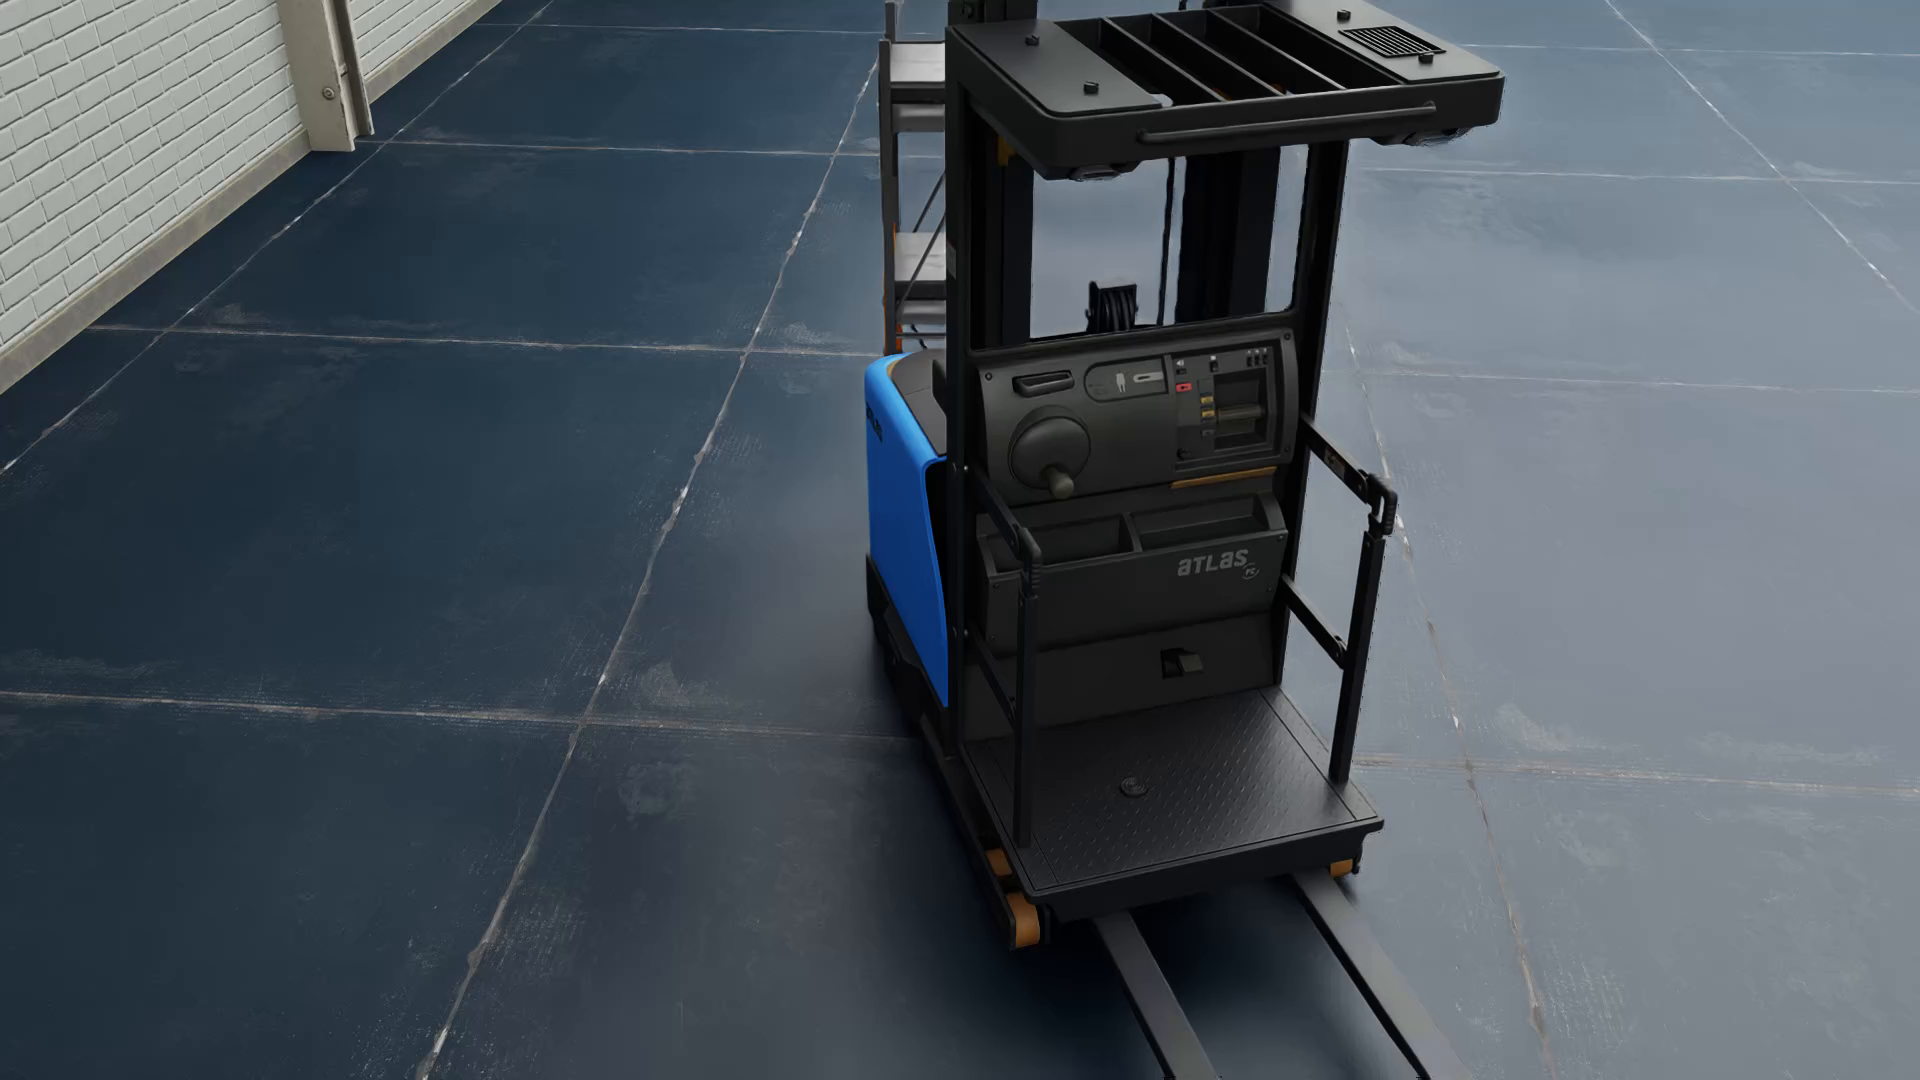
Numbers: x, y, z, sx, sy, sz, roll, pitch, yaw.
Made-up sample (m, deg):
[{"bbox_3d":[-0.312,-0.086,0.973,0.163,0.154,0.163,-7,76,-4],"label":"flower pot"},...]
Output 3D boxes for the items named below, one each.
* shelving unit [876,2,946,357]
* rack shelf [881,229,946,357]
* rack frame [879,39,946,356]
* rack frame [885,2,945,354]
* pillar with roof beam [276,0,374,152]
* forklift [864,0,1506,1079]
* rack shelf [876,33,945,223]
[{"bbox_3d":[-0.061,-0.849,6.126,0.431,2.100,0.503,0,32,0],"label":"shelving unit"},{"bbox_3d":[-0.061,-0.837,6.133,0.431,0.518,0.480,0,32,0],"label":"rack shelf"},{"bbox_3d":[-0.062,-0.721,5.918,0.400,2.100,0.015,0,32,0],"label":"rack frame"},{"bbox_3d":[-0.061,-0.977,6.334,0.400,2.100,0.015,0,32,0],"label":"rack frame"},{"bbox_3d":[0.177,-6.298,8.392,9.100,9.000,0.400,2,32,4],"label":"pillar with roof beam"},{"bbox_3d":[0.569,-0.298,4.440,1.130,2.935,3.031,-9,33,-14],"label":"forklift"},{"bbox_3d":[-0.061,-1.433,5.766,0.431,0.518,0.480,0,32,0],"label":"rack shelf"}]
